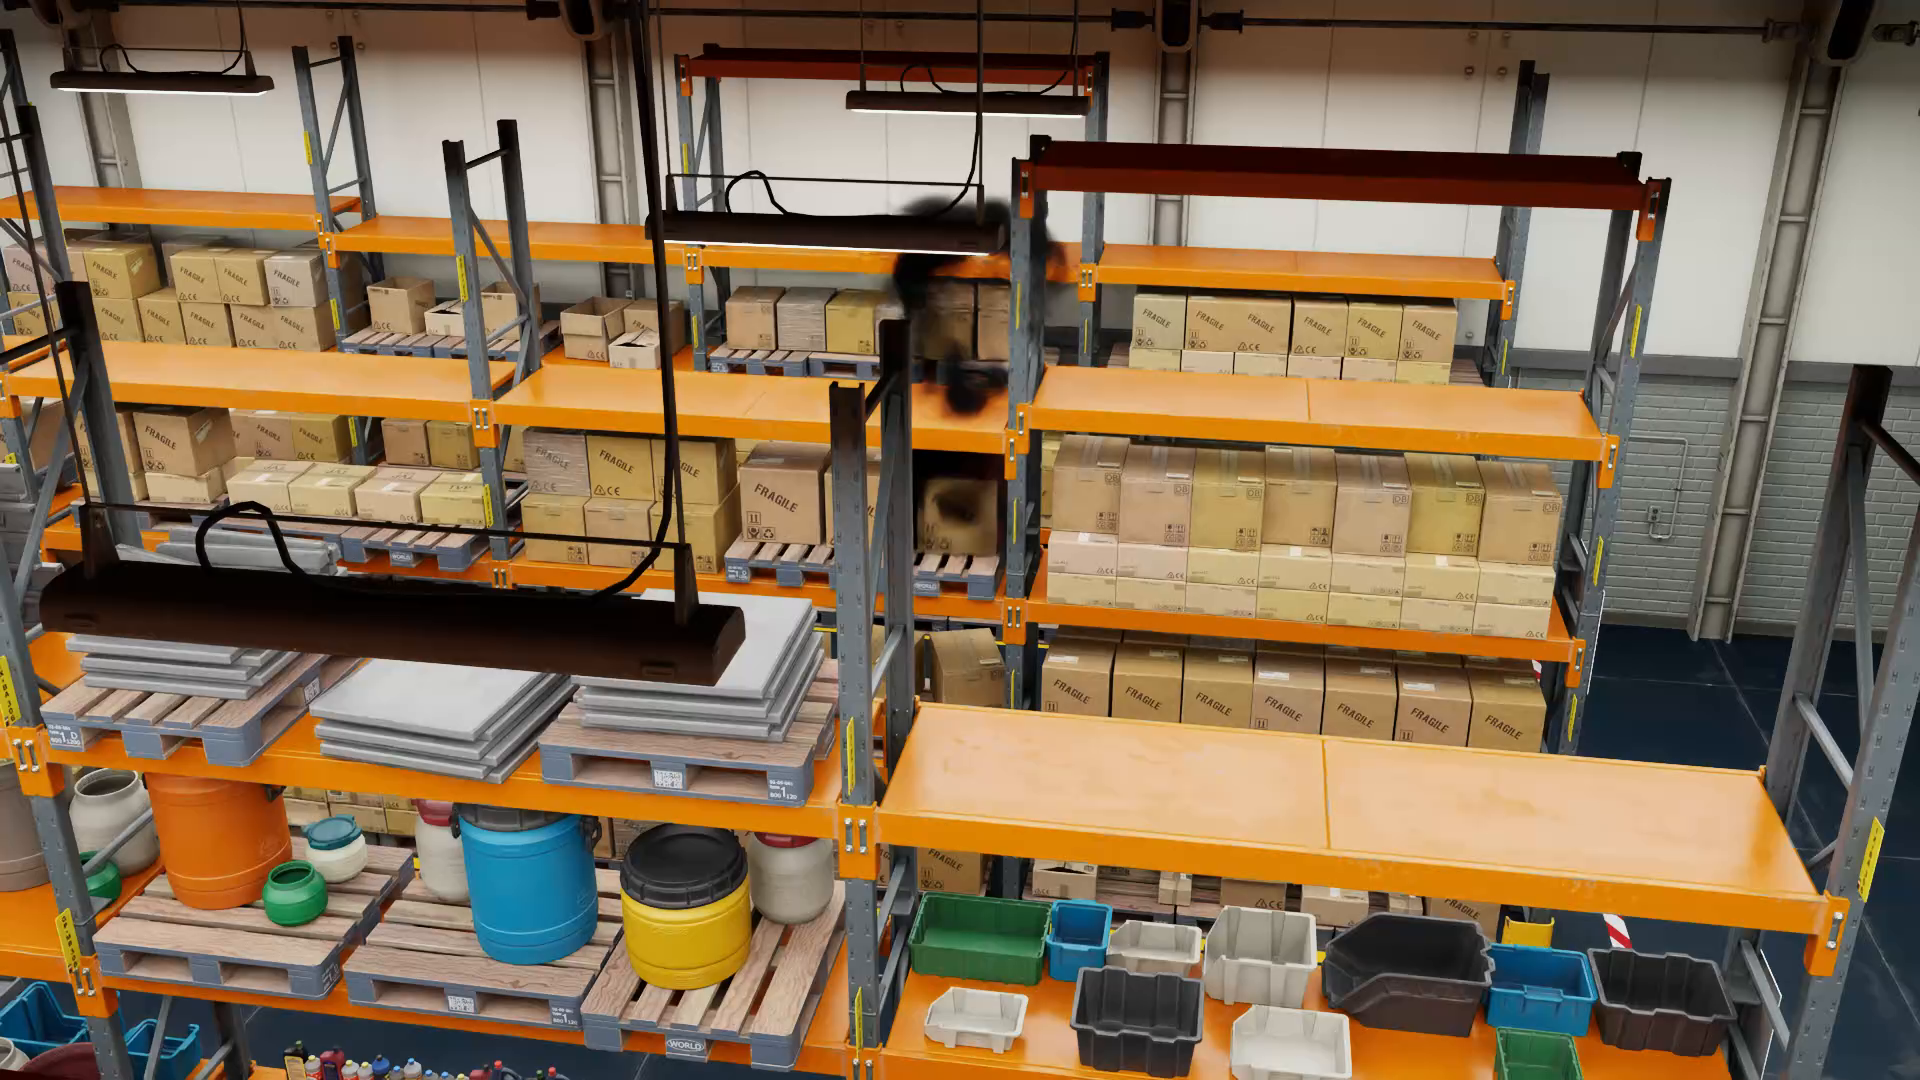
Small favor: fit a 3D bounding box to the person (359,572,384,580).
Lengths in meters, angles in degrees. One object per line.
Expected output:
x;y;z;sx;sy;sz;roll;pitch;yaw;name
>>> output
-5.623;0.973;16.077;0.505;1.561;0.510;0;23;0;person
